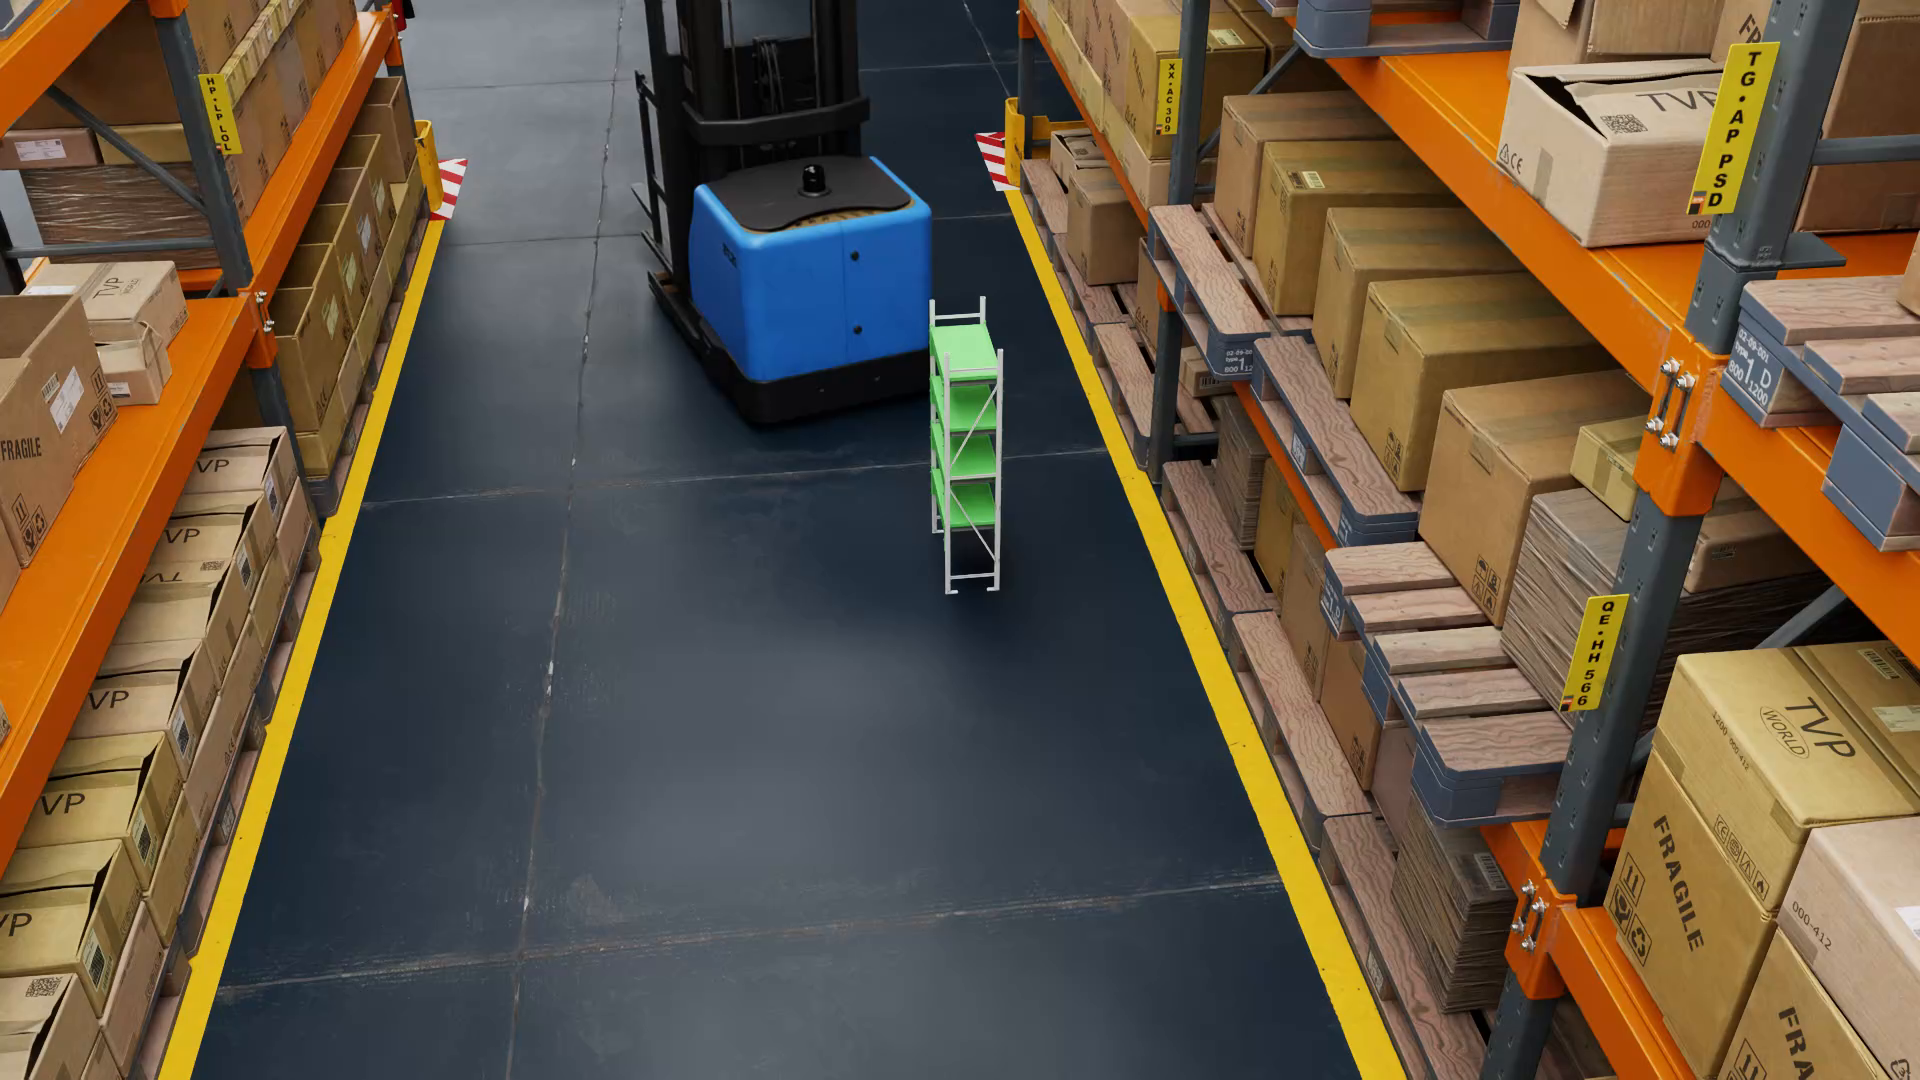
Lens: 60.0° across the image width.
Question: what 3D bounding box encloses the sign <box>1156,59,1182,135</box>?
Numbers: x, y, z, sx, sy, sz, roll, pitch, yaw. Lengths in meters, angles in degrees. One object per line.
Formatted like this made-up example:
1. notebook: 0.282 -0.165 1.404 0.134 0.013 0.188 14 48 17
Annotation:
1. sign: 0.893 -1.887 7.087 0.100 0.325 0.005 -4 35 -6

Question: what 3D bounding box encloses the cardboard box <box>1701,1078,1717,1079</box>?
1. cardboard box: 1.760 1.250 3.457 0.380 0.149 0.250 -3 34 -5

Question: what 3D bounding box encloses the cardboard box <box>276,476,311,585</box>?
1. cardboard box: -3.135 -0.025 7.192 0.500 0.250 0.500 -5 35 -7

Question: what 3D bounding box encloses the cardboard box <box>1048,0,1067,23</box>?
1. cardboard box: 0.778 -3.209 9.244 0.500 0.500 0.500 -5 35 -8

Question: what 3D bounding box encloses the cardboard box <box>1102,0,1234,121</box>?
1. cardboard box: 0.987 -2.350 7.984 0.500 0.500 0.500 -5 35 -7

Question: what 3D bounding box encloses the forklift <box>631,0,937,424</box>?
1. forklift: -1.190 -2.625 8.999 1.130 2.935 3.031 -14 37 -20

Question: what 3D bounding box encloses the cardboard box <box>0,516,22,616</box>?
1. cardboard box: -3.182 0.058 4.912 0.500 0.500 0.500 -6 35 -9

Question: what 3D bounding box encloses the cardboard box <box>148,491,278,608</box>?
1. cardboard box: -3.063 0.028 6.617 0.500 0.311 0.500 -3 34 -5

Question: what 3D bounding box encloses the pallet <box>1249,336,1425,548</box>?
1. pallet: 1.661 -0.365 5.792 1.003 0.211 1.213 -4 35 -6

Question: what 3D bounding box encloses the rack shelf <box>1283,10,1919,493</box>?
1. rack shelf: 1.699 -1.401 5.117 1.077 0.370 4.000 -4 35 -6

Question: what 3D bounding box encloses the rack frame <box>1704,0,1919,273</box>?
1. rack frame: 1.968 -1.822 2.432 1.000 3.000 0.127 -4 35 -6

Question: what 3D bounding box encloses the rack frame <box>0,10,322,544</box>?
1. rack frame: -3.478 -1.198 6.844 1.000 3.000 0.127 -4 35 -6

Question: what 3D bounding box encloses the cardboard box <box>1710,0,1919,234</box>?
1. cardboard box: 2.099 -1.051 3.859 0.500 0.500 0.500 -4 35 -6

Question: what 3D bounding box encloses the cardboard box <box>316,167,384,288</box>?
1. cardboard box: -3.434 -1.664 8.931 0.500 0.500 0.500 -4 35 -6

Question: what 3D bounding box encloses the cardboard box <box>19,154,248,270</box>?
1. cardboard box: -3.544 -1.486 7.178 0.700 0.500 0.500 -5 35 -8

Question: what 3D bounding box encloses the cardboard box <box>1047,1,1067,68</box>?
1. cardboard box: 0.790 -2.884 9.433 0.500 0.250 0.500 -5 35 -7

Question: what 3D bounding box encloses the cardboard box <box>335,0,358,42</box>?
1. cardboard box: -3.966 -3.210 9.707 0.700 0.500 0.500 -4 35 -6

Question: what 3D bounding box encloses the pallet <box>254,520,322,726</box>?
1. pallet: -3.340 0.363 7.030 1.003 0.211 1.213 -4 35 -6

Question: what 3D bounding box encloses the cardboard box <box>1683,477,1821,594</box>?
1. cardboard box: 1.892 -0.024 4.066 0.380 0.149 0.250 -9 35 -13

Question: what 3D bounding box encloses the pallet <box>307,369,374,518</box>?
1. pallet: -3.544 -0.492 8.285 1.003 0.211 1.213 -4 35 -6

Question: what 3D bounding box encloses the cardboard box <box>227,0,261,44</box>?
1. cardboard box: -3.680 -2.584 7.637 0.700 0.500 0.500 -4 35 -6

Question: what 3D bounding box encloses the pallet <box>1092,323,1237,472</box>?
1. pallet: 1.305 -0.795 8.729 1.003 0.211 1.213 -4 35 -6

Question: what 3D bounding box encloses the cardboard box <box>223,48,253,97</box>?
1. cardboard box: -3.429 -2.102 7.506 0.380 0.149 0.250 -5 35 -7

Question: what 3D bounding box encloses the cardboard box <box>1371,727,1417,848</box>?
1. cardboard box: 1.865 0.814 5.720 0.700 0.500 0.500 -4 35 -6

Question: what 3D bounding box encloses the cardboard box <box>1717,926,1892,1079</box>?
1. cardboard box: 1.841 1.068 3.148 0.500 0.500 0.500 -3 34 -5

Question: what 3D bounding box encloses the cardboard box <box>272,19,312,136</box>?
1. cardboard box: -3.755 -2.346 8.440 0.700 0.500 0.500 -3 34 -5

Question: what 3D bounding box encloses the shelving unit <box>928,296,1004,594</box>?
1. shelving unit: 0.022 -0.403 7.277 0.258 1.200 0.503 -4 35 -6

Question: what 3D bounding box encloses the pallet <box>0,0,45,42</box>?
1. pallet: -3.347 -1.867 5.332 0.805 0.209 1.217 -6 35 -8

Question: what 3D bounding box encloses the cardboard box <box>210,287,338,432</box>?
1. cardboard box: -3.230 -0.827 7.703 0.500 0.500 0.500 -4 35 -6

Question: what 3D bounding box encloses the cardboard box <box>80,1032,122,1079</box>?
1. cardboard box: -2.720 1.683 4.686 0.500 0.250 0.500 -4 35 -7

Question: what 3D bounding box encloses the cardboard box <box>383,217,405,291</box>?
1. cardboard box: -3.503 -1.633 9.552 0.500 0.250 0.500 -4 35 -6

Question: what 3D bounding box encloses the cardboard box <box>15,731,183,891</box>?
1. cardboard box: -2.865 0.874 5.375 0.500 0.311 0.500 -5 35 -8

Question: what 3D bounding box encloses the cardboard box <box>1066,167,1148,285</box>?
1. cardboard box: 1.022 -1.832 9.603 0.700 0.500 0.500 -6 35 -9

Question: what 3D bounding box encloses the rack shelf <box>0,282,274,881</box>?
1. rack shelf: -3.209 0.216 5.409 1.077 0.370 4.000 -4 35 -6

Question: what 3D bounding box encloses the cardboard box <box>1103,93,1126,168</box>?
1. cardboard box: 1.007 -2.041 8.197 0.500 0.250 0.500 -4 35 -6

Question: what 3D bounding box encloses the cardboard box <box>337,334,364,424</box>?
1. cardboard box: -3.302 -0.796 8.323 0.500 0.250 0.500 -4 35 -6

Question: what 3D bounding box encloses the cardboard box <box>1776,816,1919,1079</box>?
1. cardboard box: 1.847 0.748 2.953 0.500 0.250 0.500 -5 35 -7

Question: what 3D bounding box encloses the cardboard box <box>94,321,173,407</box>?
1. cardboard box: -3.178 -0.665 6.182 0.396 0.266 0.258 -5 35 -8

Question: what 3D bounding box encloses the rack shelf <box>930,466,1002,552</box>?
1. rack shelf: 0.022 -0.152 7.448 0.258 0.148 0.480 -4 35 -6

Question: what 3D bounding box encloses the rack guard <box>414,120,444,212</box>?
1. rack guard: -4.019 -2.410 10.843 1.175 0.500 0.348 -4 35 -6

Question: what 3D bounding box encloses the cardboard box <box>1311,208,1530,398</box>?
1. cardboard box: 1.652 -0.834 5.831 0.700 0.500 0.500 0 34 0

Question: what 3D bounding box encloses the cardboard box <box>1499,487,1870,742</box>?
1. cardboard box: 1.895 0.173 4.354 0.700 0.500 0.500 -8 35 -12

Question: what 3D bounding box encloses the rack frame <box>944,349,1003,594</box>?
1. rack frame: 0.055 -0.267 7.077 0.240 1.200 0.015 -4 35 -6

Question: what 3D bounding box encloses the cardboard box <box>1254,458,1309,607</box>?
1. cardboard box: 1.665 -0.030 6.959 0.700 0.500 0.500 -5 35 -7

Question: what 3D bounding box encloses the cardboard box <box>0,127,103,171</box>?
1. cardboard box: -3.727 -1.642 6.832 0.380 0.149 0.250 -4 35 -6

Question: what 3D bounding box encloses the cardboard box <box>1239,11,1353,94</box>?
1. cardboard box: 1.574 -2.109 7.631 0.500 0.500 0.500 -5 35 -7

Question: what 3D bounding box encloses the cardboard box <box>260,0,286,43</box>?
1. cardboard box: -3.534 -2.536 8.142 0.380 0.149 0.250 -5 35 -7

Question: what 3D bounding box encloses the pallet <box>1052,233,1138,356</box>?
1. pallet: 1.137 -1.477 9.730 1.003 0.211 1.213 -4 35 -6

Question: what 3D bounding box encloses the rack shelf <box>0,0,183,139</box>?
1. rack shelf: -3.209 -1.024 4.564 1.077 0.370 4.000 -4 35 -6

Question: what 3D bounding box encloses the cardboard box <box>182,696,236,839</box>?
1. cardboard box: -2.933 0.826 5.942 0.500 0.250 0.500 -4 34 -5
